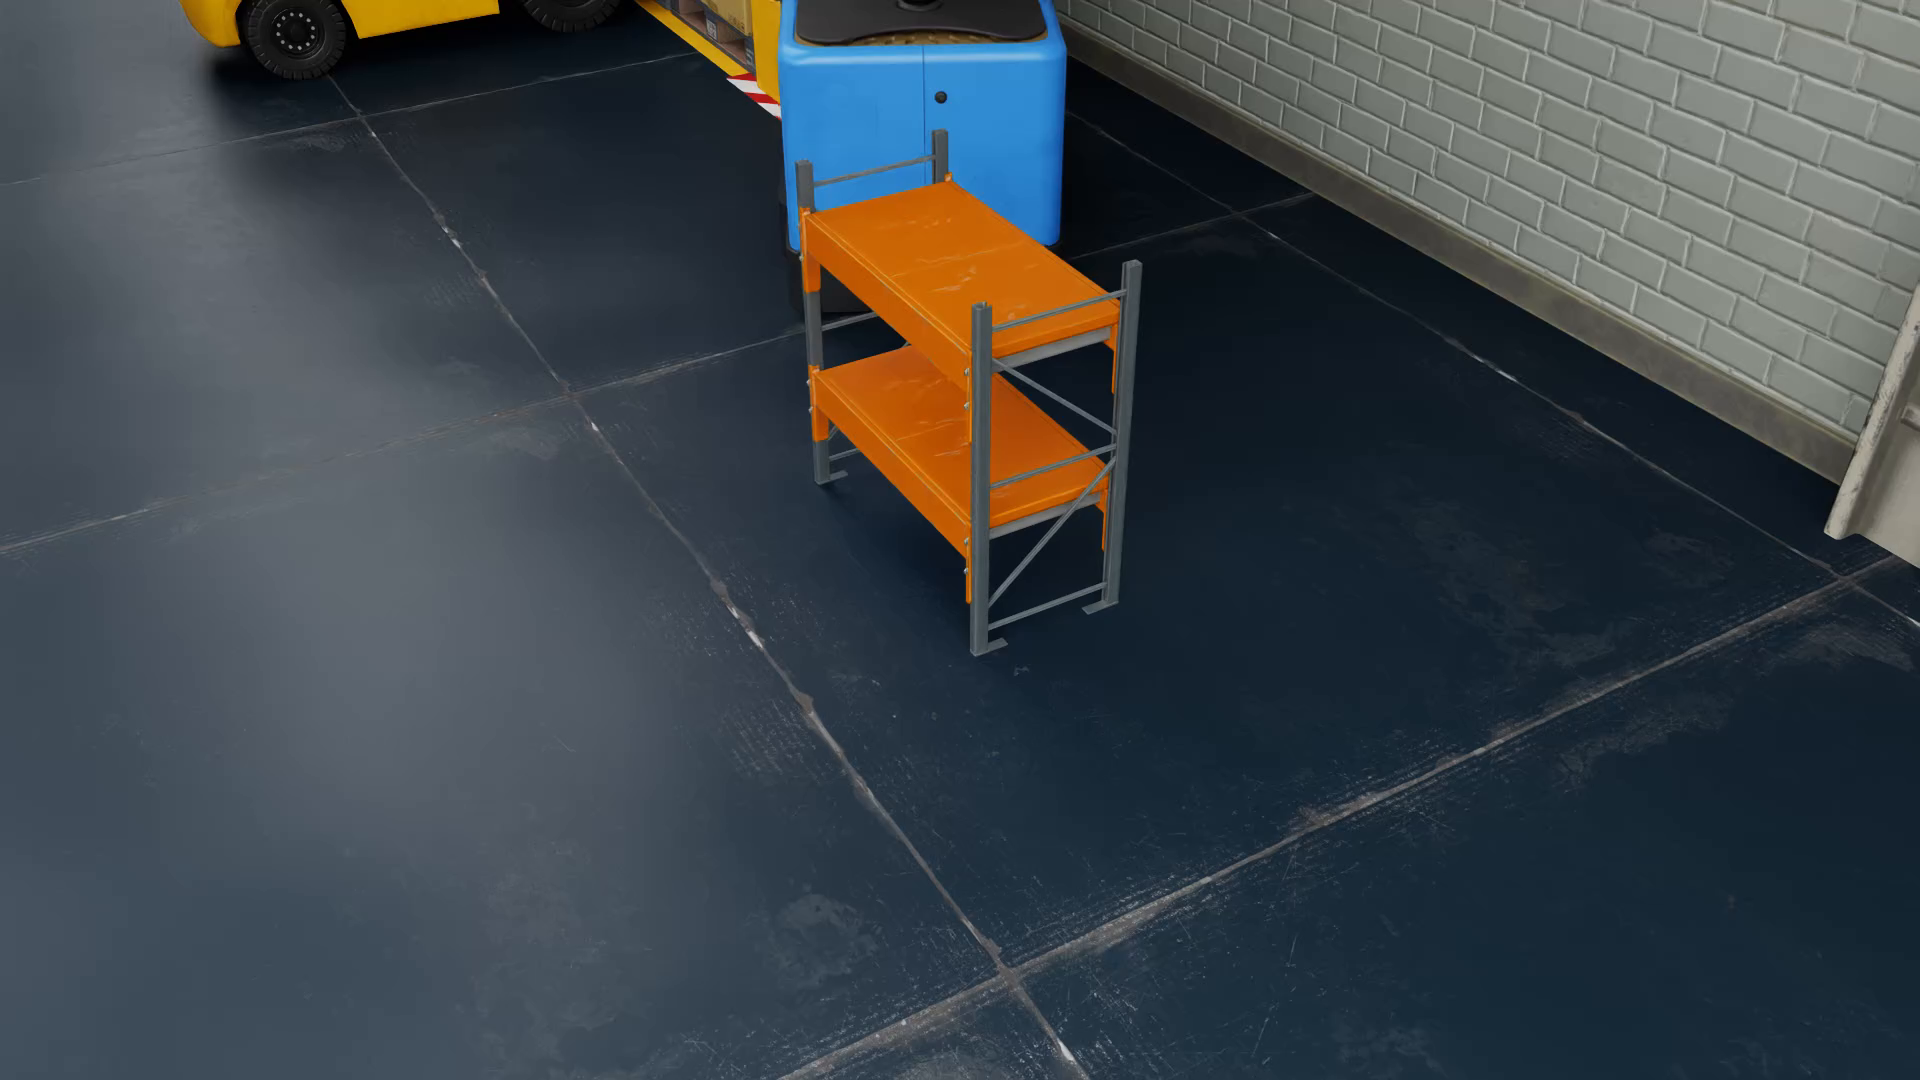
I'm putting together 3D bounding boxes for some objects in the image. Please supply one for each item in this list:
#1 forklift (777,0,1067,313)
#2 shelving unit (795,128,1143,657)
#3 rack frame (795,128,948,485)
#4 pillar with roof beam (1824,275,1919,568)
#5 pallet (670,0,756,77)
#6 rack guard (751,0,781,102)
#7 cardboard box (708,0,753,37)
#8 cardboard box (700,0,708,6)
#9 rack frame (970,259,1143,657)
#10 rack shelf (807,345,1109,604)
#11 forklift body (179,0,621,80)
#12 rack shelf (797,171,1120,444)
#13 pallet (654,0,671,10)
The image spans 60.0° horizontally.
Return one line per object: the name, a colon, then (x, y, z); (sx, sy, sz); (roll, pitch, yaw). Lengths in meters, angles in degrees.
forklift: (-0.213, -2.893, 6.726); (1.130, 2.935, 3.031); (-2, 36, -3)
shelving unit: (-0.003, -0.458, 4.923); (0.538, 1.125, 1.048); (-19, 40, -24)
rack frame: (-0.259, -0.717, 5.278); (0.500, 1.125, 0.032); (-19, 40, -24)
pillar with roof beam: (-0.748, -2.331, 0.812); (9.100, 9.000, 0.400); (-19, 40, -24)
pallet: (-0.890, -2.873, 9.005); (1.003, 0.211, 1.213); (-19, 40, -24)
rack guard: (-0.457, -2.600, 8.386); (1.175, 0.500, 0.348); (-19, 40, -24)
cardboard box: (-0.978, -2.827, 8.553); (0.500, 0.250, 0.500); (-19, 40, -24)
cardboard box: (-1.220, -3.084, 8.904); (0.500, 0.250, 0.500); (-19, 40, -24)
rack frame: (0.252, -0.198, 4.568); (0.500, 1.125, 0.032); (-19, 40, -24)
rack shelf: (-0.003, -0.260, 5.067); (0.538, 0.278, 1.000); (-19, 40, -24)
forklift body: (-2.999, -3.706, 8.500); (2.313, 2.155, 1.214); (-19, 40, -24)
rack shelf: (-0.003, -0.694, 4.750); (0.538, 0.278, 1.000); (-19, 40, -24)
pallet: (-1.499, -3.495, 9.856); (1.003, 0.211, 1.213); (-19, 40, -24)
